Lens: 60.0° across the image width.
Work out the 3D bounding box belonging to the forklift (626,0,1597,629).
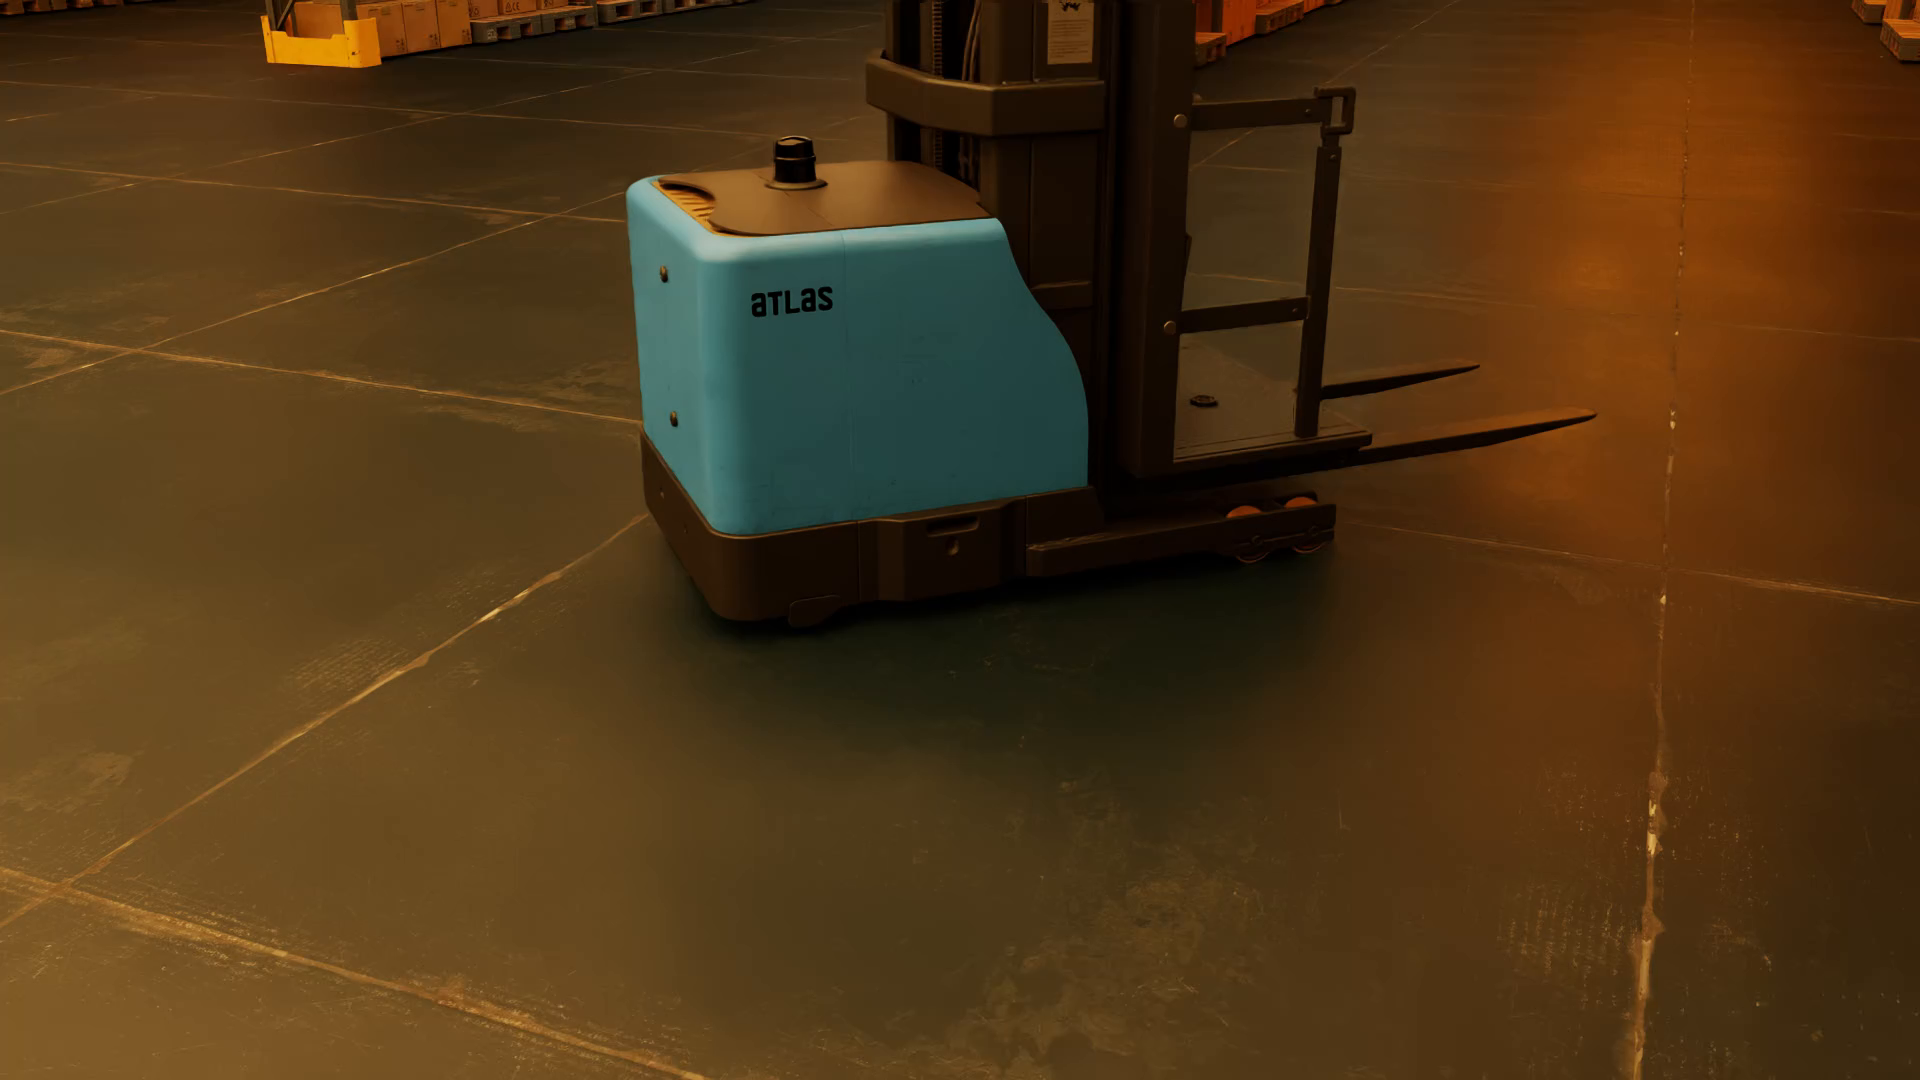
[{"bbox_3d":[0.585,-1.464,4.794,3.031,2.935,1.130,-9,24,-20],"label":"forklift"}]
